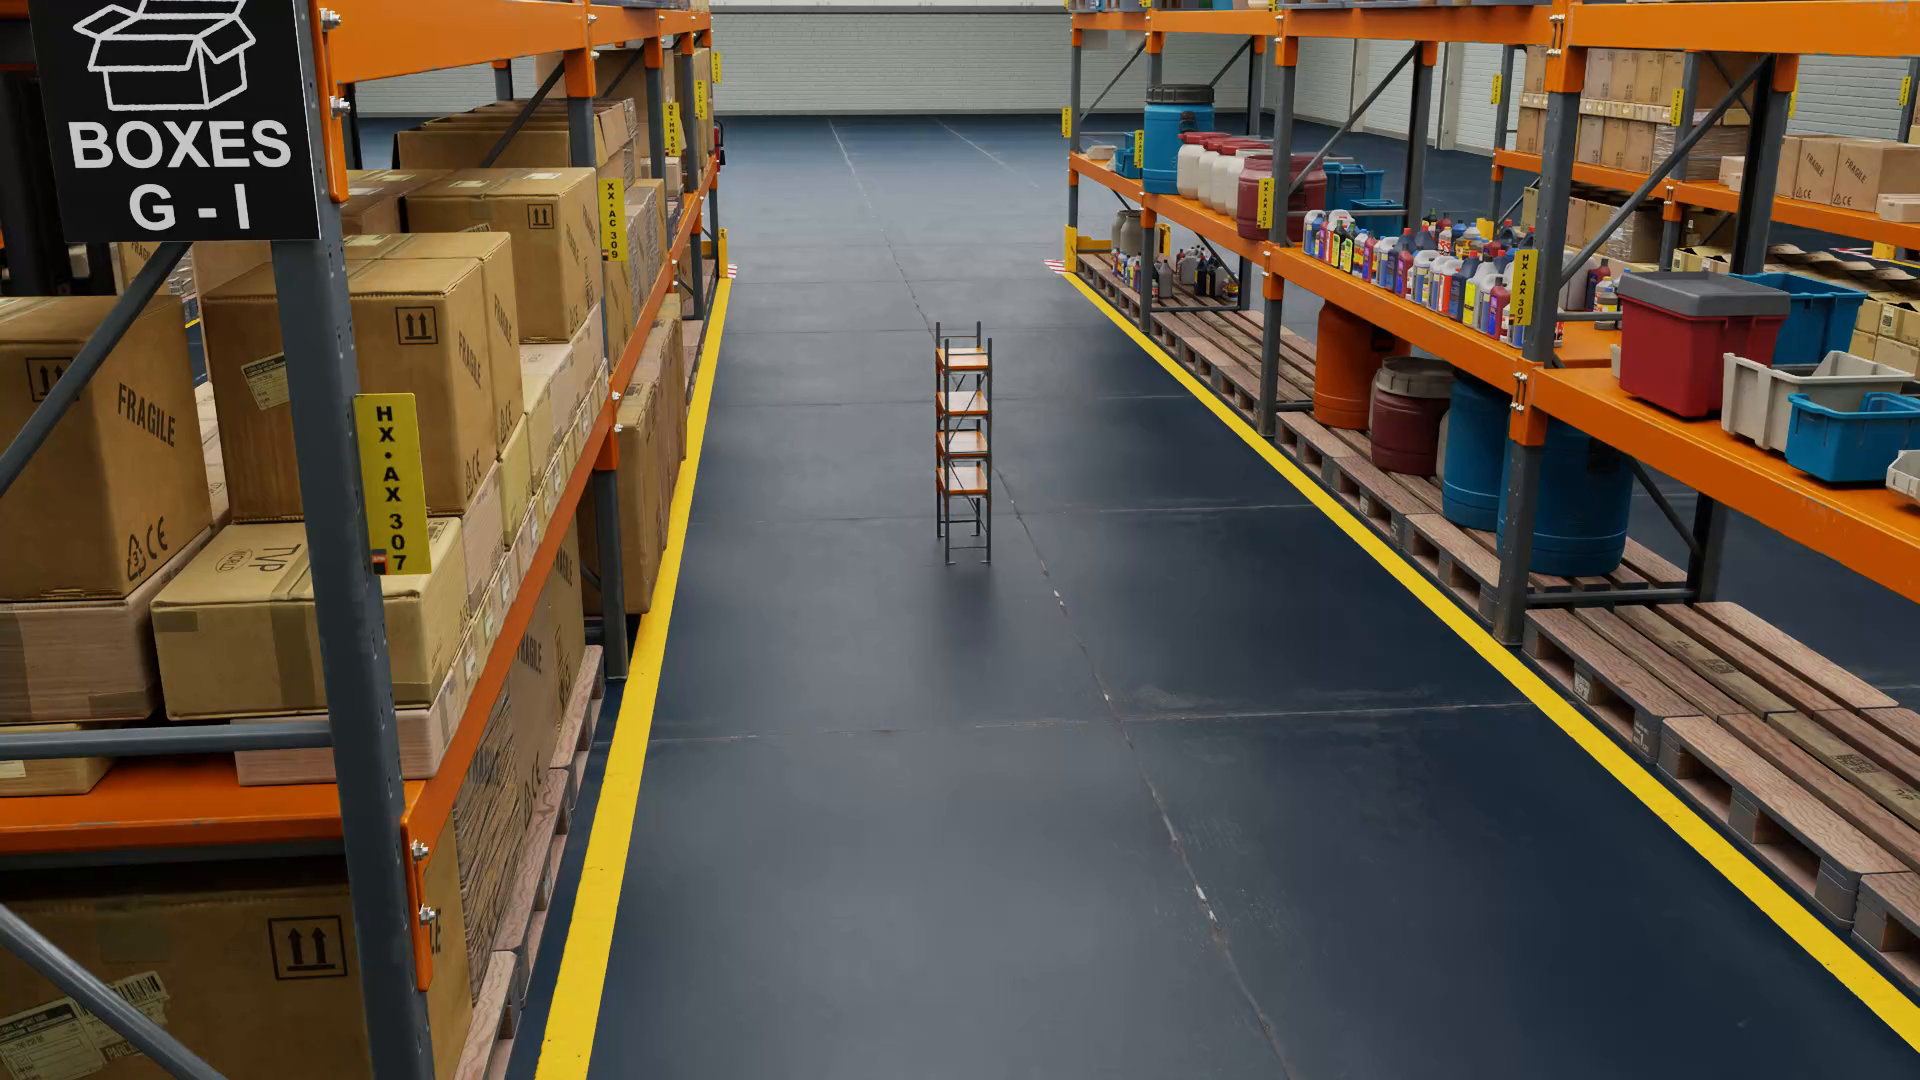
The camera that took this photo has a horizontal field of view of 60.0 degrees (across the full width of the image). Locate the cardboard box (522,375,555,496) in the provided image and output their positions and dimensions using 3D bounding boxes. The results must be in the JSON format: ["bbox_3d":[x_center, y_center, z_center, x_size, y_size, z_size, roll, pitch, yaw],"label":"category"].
[{"bbox_3d":[-1.486,-0.310,4.909,0.500,0.250,0.500,-2,18,-7],"label":"cardboard box"}]

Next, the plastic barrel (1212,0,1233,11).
[{"bbox_3d":[2.420,-4.882,13.874,0.600,0.901,0.708,-2,18,-6],"label":"plastic barrel"}]

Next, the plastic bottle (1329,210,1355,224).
[{"bbox_3d":[2.438,-1.971,10.655,0.152,0.276,0.135,-2,18,-6],"label":"plastic bottle"}]

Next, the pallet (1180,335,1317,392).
[{"bbox_3d":[2.400,-1.429,13.376,1.003,0.211,1.213,-2,18,-6],"label":"pallet"}]

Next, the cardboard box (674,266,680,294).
[{"bbox_3d":[-2.733,-2.037,14.096,0.700,0.500,0.500,-3,18,-10],"label":"cardboard box"}]

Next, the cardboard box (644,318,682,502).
[{"bbox_3d":[-2.228,-0.726,9.328,1.225,0.875,0.875,-2,18,-5],"label":"cardboard box"}]

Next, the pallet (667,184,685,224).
[{"bbox_3d":[-2.608,-2.509,12.480,1.003,0.211,1.213,-2,18,-6],"label":"pallet"}]

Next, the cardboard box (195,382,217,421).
[{"bbox_3d":[-2.014,-0.292,4.855,0.500,0.250,0.500,-2,18,-6],"label":"cardboard box"}]

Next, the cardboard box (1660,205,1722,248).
[{"bbox_3d":[7.283,-3.051,16.525,0.500,0.500,0.500,-2,18,-6],"label":"cardboard box"}]

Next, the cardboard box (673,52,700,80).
[{"bbox_3d":[-2.622,-4.161,15.090,0.500,0.500,0.500,-2,18,-6],"label":"cardboard box"}]

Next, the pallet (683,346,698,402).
[{"bbox_3d":[-2.565,-1.277,12.891,1.003,0.211,1.213,-2,18,-6],"label":"pallet"}]

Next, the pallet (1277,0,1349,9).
[{"bbox_3d":[2.545,-3.275,9.908,1.003,0.211,1.213,-2,18,-6],"label":"pallet"}]

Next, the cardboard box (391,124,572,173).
[{"bbox_3d":[-2.024,-1.536,7.221,0.797,0.503,0.637,-2,18,-7],"label":"cardboard box"}]

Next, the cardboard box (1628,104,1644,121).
[{"bbox_3d":[6.756,-4.170,16.201,0.380,0.149,0.250,-2,18,-6],"label":"cardboard box"}]

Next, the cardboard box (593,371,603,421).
[{"bbox_3d":[-1.566,-0.542,6.316,0.380,0.149,0.250,-1,17,-5],"label":"cardboard box"}]

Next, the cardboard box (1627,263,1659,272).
[{"bbox_3d":[6.813,-2.528,16.112,0.500,0.250,0.500,-2,18,-6],"label":"cardboard box"}]

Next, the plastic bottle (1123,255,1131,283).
[{"bbox_3d":[1.682,-2.714,16.635,0.097,0.271,0.097,0,17,0],"label":"plastic bottle"}]

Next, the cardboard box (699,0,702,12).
[{"bbox_3d":[-2.730,-5.168,15.872,0.500,0.250,0.500,-2,18,-7],"label":"cardboard box"}]

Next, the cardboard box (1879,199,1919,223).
[{"bbox_3d":[7.124,-2.456,12.412,0.380,0.149,0.250,-2,18,-6],"label":"cardboard box"}]

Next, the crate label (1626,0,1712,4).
[{"bbox_3d":[2.739,-2.123,6.366,0.293,0.136,0.466,-2,18,-6],"label":"crate label"}]

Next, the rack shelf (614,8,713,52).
[{"bbox_3d":[-2.982,-4.887,15.929,1.077,0.370,4.000,-2,18,-6],"label":"rack shelf"}]

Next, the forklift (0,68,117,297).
[{"bbox_3d":[-4.474,-1.126,7.871,1.130,2.935,3.031,-2,18,-6],"label":"forklift"}]

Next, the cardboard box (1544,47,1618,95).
[{"bbox_3d":[6.767,-5.055,17.938,0.700,0.500,0.500,-2,18,-7],"label":"cardboard box"}]

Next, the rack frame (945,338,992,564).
[{"bbox_3d":[0.042,-0.450,8.609,0.240,1.200,0.015,-2,18,-6],"label":"rack frame"}]

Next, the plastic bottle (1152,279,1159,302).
[{"bbox_3d":[1.804,-2.330,15.527,0.097,0.201,0.097,0,17,0],"label":"plastic bottle"}]

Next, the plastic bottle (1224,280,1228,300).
[{"bbox_3d":[2.544,-2.370,15.655,0.097,0.201,0.097,0,17,0],"label":"plastic bottle"}]

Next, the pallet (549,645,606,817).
[{"bbox_3d":[-1.950,0.740,6.469,1.003,0.211,1.213,-2,18,-6],"label":"pallet"}]

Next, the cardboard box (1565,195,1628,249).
[{"bbox_3d":[6.652,-3.333,17.422,0.500,0.500,0.500,-2,18,-6],"label":"cardboard box"}]

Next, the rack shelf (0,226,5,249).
[{"bbox_3d":[-7.513,-2.141,12.190,1.077,0.370,4.000,-2,18,-6],"label":"rack shelf"}]

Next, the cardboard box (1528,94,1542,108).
[{"bbox_3d":[6.522,-4.855,18.384,0.380,0.149,0.250,-2,18,-7],"label":"cardboard box"}]

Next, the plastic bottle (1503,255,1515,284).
[{"bbox_3d":[2.699,-1.218,8.130,0.144,0.351,0.185,-2,18,-6],"label":"plastic bottle"}]

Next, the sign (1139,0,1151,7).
[{"bbox_3d":[1.603,-4.778,14.366,0.100,0.325,0.005,-2,18,-6],"label":"sign"}]

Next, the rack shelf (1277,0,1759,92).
[{"bbox_3d":[2.770,-2.657,8.825,1.077,0.370,4.000,-2,18,-6],"label":"rack shelf"}]

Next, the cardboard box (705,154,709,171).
[{"bbox_3d":[-2.694,-3.753,16.543,0.380,0.149,0.250,-2,18,-6],"label":"cardboard box"}]

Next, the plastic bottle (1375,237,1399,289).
[{"bbox_3d":[2.430,-1.553,9.324,0.152,0.276,0.135,-2,18,-6],"label":"plastic bottle"}]

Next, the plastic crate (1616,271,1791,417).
[{"bbox_3d":[2.819,-0.758,6.378,0.402,0.464,0.583,-2,18,-6],"label":"plastic crate"}]

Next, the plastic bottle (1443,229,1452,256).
[{"bbox_3d":[3.057,-1.830,10.329,0.097,0.201,0.097,0,17,0],"label":"plastic bottle"}]

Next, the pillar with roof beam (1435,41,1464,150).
[{"bbox_3d":[6.387,-12.764,34.812,9.100,9.000,0.400,-2,18,-6],"label":"pillar with roof beam"}]

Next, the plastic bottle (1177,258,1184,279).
[{"bbox_3d":[2.255,-2.763,16.906,0.097,0.201,0.097,0,17,0],"label":"plastic bottle"}]

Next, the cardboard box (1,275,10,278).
[{"bbox_3d":[-7.374,-1.460,11.875,1.050,0.750,0.750,-2,17,-5],"label":"cardboard box"}]

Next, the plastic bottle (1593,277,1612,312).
[{"bbox_3d":[3.265,-1.230,8.419,0.097,0.201,0.097,0,17,0],"label":"plastic bottle"}]

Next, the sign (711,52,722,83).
[{"bbox_3d":[-2.634,-5.109,17.984,0.100,0.325,0.005,-2,18,-6],"label":"sign"}]

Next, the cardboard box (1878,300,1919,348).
[{"bbox_3d":[7.192,-1.621,12.286,0.500,0.311,0.500,-1,17,-4],"label":"cardboard box"}]

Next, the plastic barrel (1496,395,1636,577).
[{"bbox_3d":[2.937,-0.335,8.037,0.600,0.901,0.708,-2,18,-6],"label":"plastic barrel"}]

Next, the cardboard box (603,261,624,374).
[{"bbox_3d":[-1.749,-1.012,7.227,0.500,0.500,0.500,-2,18,-5],"label":"cardboard box"}]

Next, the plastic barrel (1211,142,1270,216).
[{"bbox_3d":[2.152,-2.782,12.803,0.433,0.535,0.433,0,17,0],"label":"plastic barrel"}]

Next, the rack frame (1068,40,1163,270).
[{"bbox_3d":[1.739,-4.548,18.656,1.000,3.000,0.127,-2,18,-6],"label":"rack frame"}]

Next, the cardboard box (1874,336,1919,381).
[{"bbox_3d":[7.194,-1.354,12.372,0.500,0.250,0.500,-1,17,-4],"label":"cardboard box"}]

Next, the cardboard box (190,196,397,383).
[{"bbox_3d":[-2.054,-0.796,5.205,0.500,0.500,0.500,-2,18,-7],"label":"cardboard box"}]

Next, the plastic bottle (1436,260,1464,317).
[{"bbox_3d":[2.524,-1.280,8.454,0.152,0.276,0.135,-2,18,-6],"label":"plastic bottle"}]

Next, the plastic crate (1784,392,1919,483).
[{"bbox_3d":[2.922,-0.334,5.412,0.416,0.233,0.300,-2,18,-6],"label":"plastic crate"}]

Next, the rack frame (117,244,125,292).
[{"bbox_3d":[-7.719,-3.080,13.981,1.000,3.000,0.127,-2,18,-6],"label":"rack frame"}]

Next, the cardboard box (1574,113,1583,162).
[{"bbox_3d":[6.806,-4.304,17.711,0.700,0.500,0.500,-2,18,-5],"label":"cardboard box"}]

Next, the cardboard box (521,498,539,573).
[{"bbox_3d":[-1.381,-0.007,4.612,0.380,0.149,0.250,-2,18,-6],"label":"cardboard box"}]

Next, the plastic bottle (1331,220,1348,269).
[{"bbox_3d":[2.303,-1.791,10.068,0.061,0.283,0.133,-2,18,-6],"label":"plastic bottle"}]

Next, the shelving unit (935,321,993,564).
[{"bbox_3d":[0.017,-0.523,8.840,0.258,1.200,0.503,-2,18,-6],"label":"shelving unit"}]

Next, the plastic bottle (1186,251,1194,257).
[{"bbox_3d":[2.377,-2.808,16.925,0.152,0.276,0.135,-2,18,-7],"label":"plastic bottle"}]

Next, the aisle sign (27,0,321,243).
[{"bbox_3d":[-1.232,-0.856,2.557,0.394,0.787,0.004,-2,18,-6],"label":"aisle sign"}]

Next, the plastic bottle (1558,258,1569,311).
[{"bbox_3d":[3.061,-1.335,8.627,0.152,0.276,0.135,-2,18,-6],"label":"plastic bottle"}]
